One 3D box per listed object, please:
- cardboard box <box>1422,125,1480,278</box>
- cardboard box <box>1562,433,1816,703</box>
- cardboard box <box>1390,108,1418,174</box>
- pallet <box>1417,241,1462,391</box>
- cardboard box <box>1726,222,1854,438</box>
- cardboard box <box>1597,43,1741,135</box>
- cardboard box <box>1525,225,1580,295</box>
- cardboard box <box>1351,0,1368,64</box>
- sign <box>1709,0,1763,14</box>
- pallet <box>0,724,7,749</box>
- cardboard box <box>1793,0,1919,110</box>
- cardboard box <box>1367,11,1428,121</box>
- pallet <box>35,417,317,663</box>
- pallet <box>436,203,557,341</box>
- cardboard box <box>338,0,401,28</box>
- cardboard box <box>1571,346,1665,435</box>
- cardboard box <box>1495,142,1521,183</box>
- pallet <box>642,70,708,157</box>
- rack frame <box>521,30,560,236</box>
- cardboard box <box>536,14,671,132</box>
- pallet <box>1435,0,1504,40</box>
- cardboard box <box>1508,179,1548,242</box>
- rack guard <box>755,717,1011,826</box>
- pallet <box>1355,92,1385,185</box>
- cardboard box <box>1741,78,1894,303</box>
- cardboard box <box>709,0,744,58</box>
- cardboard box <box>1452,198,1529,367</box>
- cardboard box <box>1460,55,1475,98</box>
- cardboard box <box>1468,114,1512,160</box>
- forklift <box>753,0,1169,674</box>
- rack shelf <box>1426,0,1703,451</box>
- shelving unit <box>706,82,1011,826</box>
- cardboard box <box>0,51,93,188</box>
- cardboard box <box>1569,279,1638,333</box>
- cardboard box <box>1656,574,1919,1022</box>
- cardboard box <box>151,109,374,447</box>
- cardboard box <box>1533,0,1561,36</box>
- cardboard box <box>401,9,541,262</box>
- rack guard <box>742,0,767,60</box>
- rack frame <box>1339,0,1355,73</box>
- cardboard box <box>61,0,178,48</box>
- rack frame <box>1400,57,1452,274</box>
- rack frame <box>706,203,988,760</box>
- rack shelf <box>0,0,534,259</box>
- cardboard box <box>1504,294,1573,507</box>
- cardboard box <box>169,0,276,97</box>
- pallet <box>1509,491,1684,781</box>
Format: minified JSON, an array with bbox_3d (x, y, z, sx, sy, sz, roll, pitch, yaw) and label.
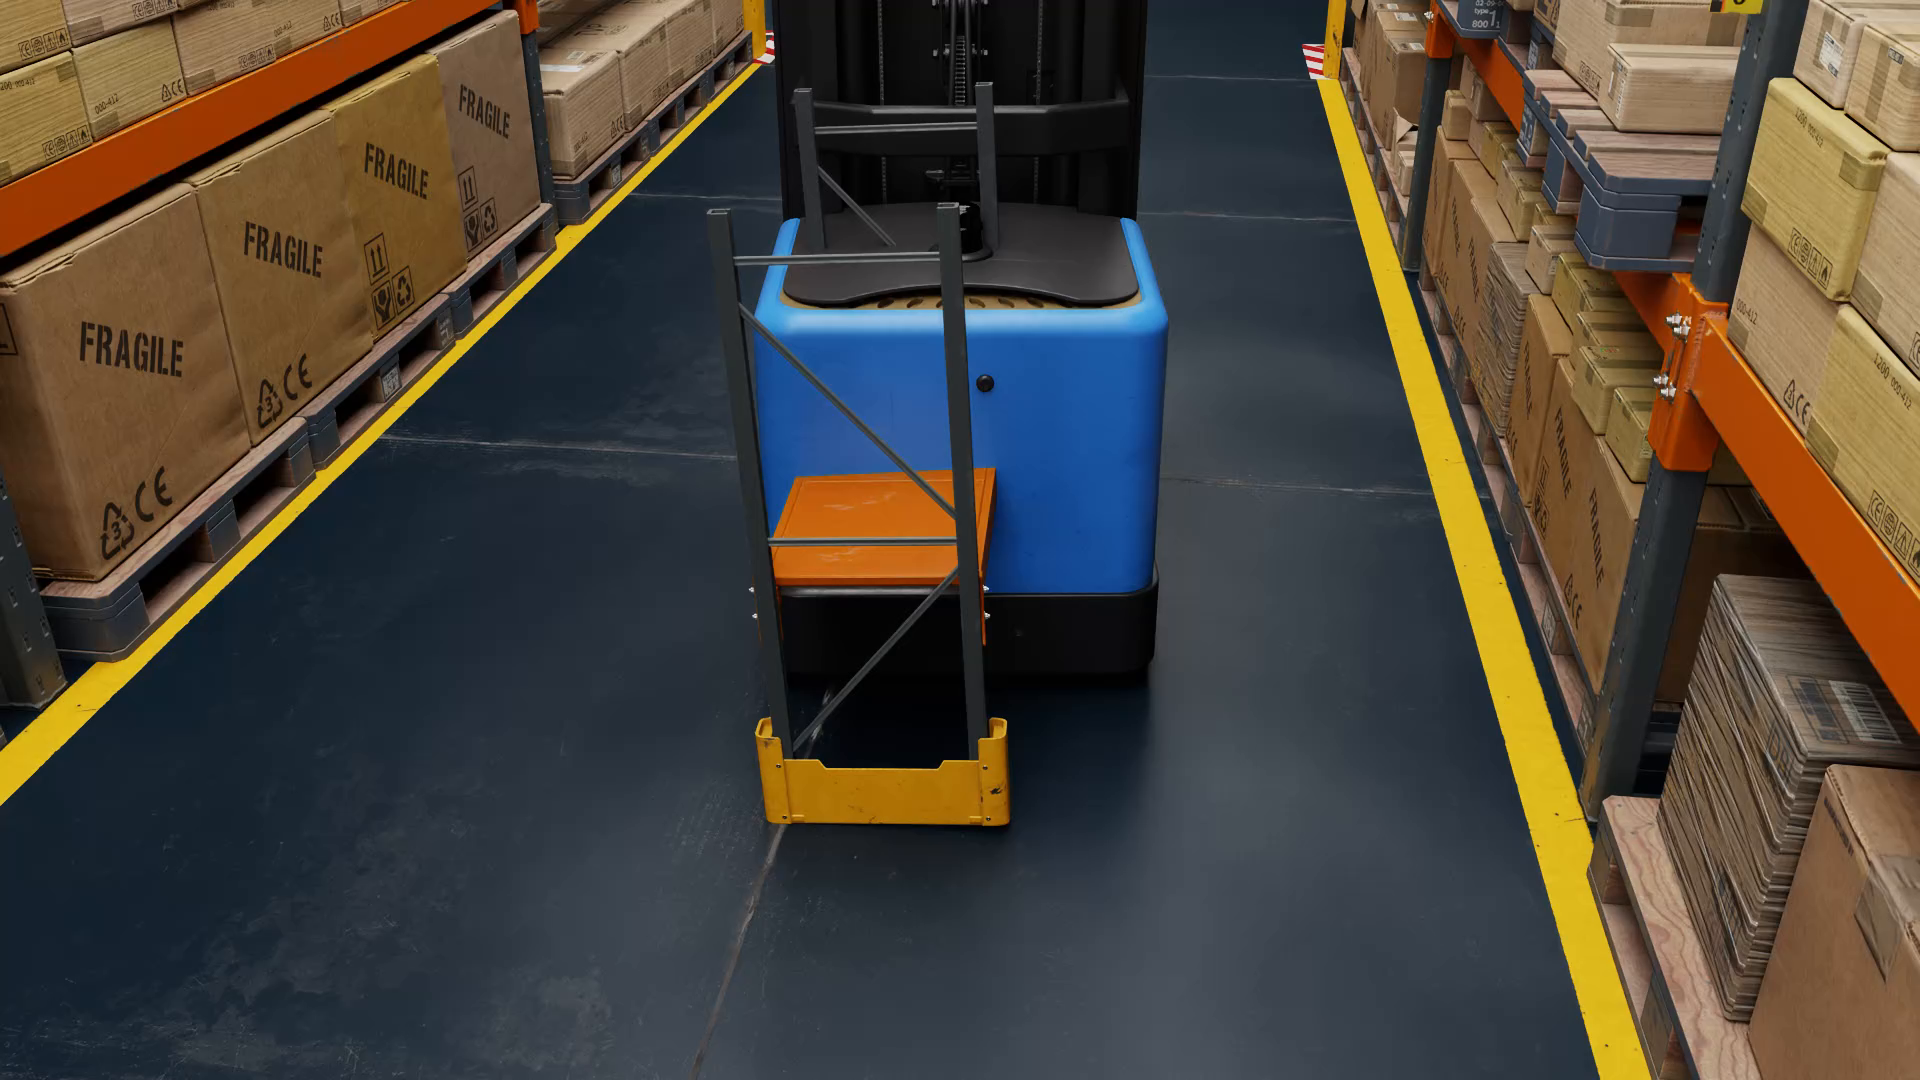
[{"bbox_3d":[2.213,-1.389,6.858,0.500,0.500,0.500,5,29,8],"label":"cardboard box"},{"bbox_3d":[1.844,0.068,4.154,0.500,0.500,0.500,4,29,8],"label":"cardboard box"},{"bbox_3d":[2.316,-1.948,8.143,0.396,0.266,0.258,4,29,8],"label":"cardboard box"},{"bbox_3d":[2.434,-0.906,6.710,1.003,0.211,1.213,3,28,6],"label":"pallet"},{"bbox_3d":[1.709,-0.376,2.943,0.500,0.250,0.500,3,29,6],"label":"cardboard box"},{"bbox_3d":[1.705,-1.042,3.844,0.380,0.149,0.250,4,29,7],"label":"cardboard box"},{"bbox_3d":[2.005,-0.876,5.222,0.380,0.149,0.250,2,28,4],"label":"cardboard box"},{"bbox_3d":[2.817,-3.206,10.227,0.797,0.503,0.637,2,28,4],"label":"cardboard box"},{"bbox_3d":[1.466,-1.138,3.063,0.100,0.325,0.005,3,28,6],"label":"sign"},{"bbox_3d":[-3.018,0.672,3.779,1.003,0.211,1.213,3,28,6],"label":"pallet"},{"bbox_3d":[1.674,-0.833,2.844,0.380,0.149,0.250,4,29,8],"label":"cardboard box"},{"bbox_3d":[2.510,-2.561,9.034,0.500,0.500,0.500,4,29,7],"label":"cardboard box"},{"bbox_3d":[-2.750,-0.062,5.143,1.003,0.211,1.213,3,28,6],"label":"pallet"},{"bbox_3d":[-2.451,-1.211,7.275,1.003,0.211,1.213,3,28,6],"label":"pallet"},{"bbox_3d":[-2.380,-2.038,6.028,0.500,0.250,0.500,3,28,5],"label":"cardboard box"},{"bbox_3d":[1.818,-0.384,4.309,0.380,0.149,0.250,2,28,4],"label":"cardboard box"},{"bbox_3d":[2.190,-1.350,6.101,0.380,0.149,0.250,3,28,5],"label":"cardboard box"},{"bbox_3d":[-2.113,-2.508,9.682,1.003,0.211,1.213,3,28,6],"label":"pallet"},{"bbox_3d":[-2.431,-2.806,7.296,1.000,3.000,0.127,3,28,6],"label":"rack frame"},{"bbox_3d":[-2.138,-2.574,9.123,0.875,0.438,0.875,3,28,5],"label":"cardboard box"},{"bbox_3d":[2.290,-2.065,6.123,1.003,0.211,1.213,3,28,6],"label":"pallet"},{"bbox_3d":[2.090,-1.118,5.671,0.380,0.149,0.250,4,29,8],"label":"cardboard box"},{"bbox_3d":[-0.178,0.548,3.940,0.587,0.250,0.087,0,28,6],"label":"rack guard"},{"bbox_3d":[2.728,-2.191,9.094,1.003,0.211,1.213,3,28,6],"label":"pallet"},{"bbox_3d":[1.684,-0.597,2.827,0.500,0.250,0.500,3,28,6],"label":"cardboard box"},{"bbox_3d":[-1.922,-3.429,10.711,0.875,0.438,0.875,2,28,4],"label":"cardboard box"},{"bbox_3d":[2.092,-0.903,5.956,0.500,0.500,0.500,3,28,5],"label":"cardboard box"},{"bbox_3d":[2.248,-1.863,6.741,0.380,0.149,0.250,3,28,5],"label":"cardboard box"},{"bbox_3d":[2.231,-1.601,6.568,0.380,0.149,0.250,3,28,5],"label":"cardboard box"},{"bbox_3d":[-0.002,-1.588,5.108,1.130,2.935,3.031,0,28,0],"label":"forklift"},{"bbox_3d":[2.251,-1.261,5.187,1.077,0.370,4.000,3,28,6],"label":"rack shelf"},{"bbox_3d":[-0.170,-0.238,4.082,0.587,1.500,1.083,0,28,6],"label":"shelving unit"},{"bbox_3d":[-2.611,-1.073,4.237,0.500,0.250,0.500,3,28,5],"label":"cardboard box"},{"bbox_3d":[1.971,-0.627,4.760,0.380,0.149,0.250,4,29,8],"label":"cardboard box"},{"bbox_3d":[1.916,0.517,3.189,0.875,0.625,0.625,4,29,8],"label":"cardboard box"},{"bbox_3d":[-2.641,-0.912,5.578,0.875,0.875,0.875,4,29,7],"label":"cardboard box"},{"bbox_3d":[2.022,-1.646,4.591,0.797,0.503,0.637,3,28,5],"label":"cardboard box"},{"bbox_3d":[-2.428,-1.759,7.150,0.875,0.875,0.875,4,29,8],"label":"cardboard box"},{"bbox_3d":[-1.938,-3.600,11.404,1.175,0.500,0.348,3,28,6],"label":"rack guard"},{"bbox_3d":[2.986,-4.402,10.258,1.000,3.000,0.127,3,28,6],"label":"rack frame"},{"bbox_3d":[-2.549,-1.545,4.585,0.500,0.250,0.500,4,29,7],"label":"cardboard box"},{"bbox_3d":[2.496,-2.519,6.763,1.000,3.000,0.127,3,28,6],"label":"rack frame"},{"bbox_3d":[-0.212,0.007,3.628,0.500,1.500,0.032,0,28,6],"label":"rack frame"},{"bbox_3d":[-2.676,-1.548,5.719,1.077,0.370,4.000,3,28,6],"label":"rack shelf"},{"bbox_3d":[1.977,-0.414,5.048,0.500,0.500,0.500,5,29,8],"label":"cardboard box"},{"bbox_3d":[-2.496,-1.562,5.145,0.500,0.250,0.500,4,29,8],"label":"cardboard box"},{"bbox_3d":[2.135,0.242,4.578,1.003,0.211,1.213,3,28,6],"label":"pallet"}]
